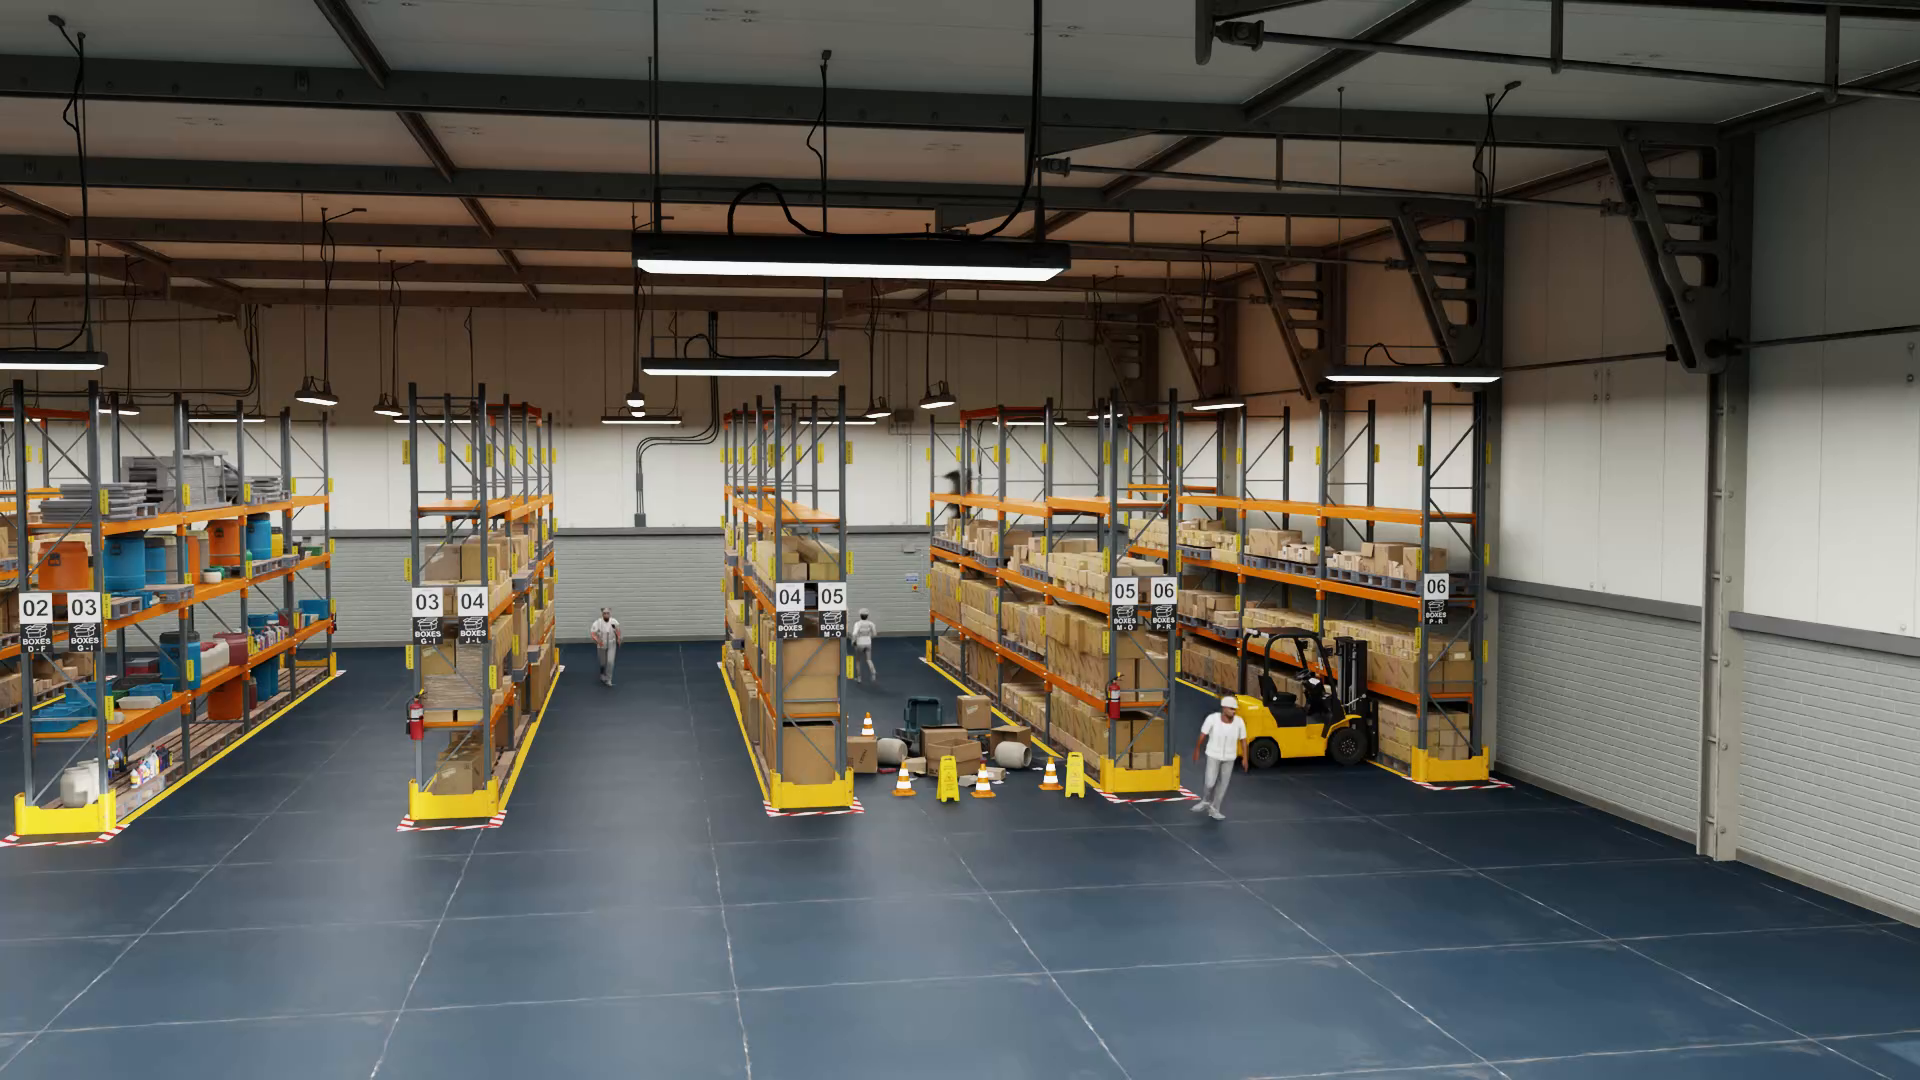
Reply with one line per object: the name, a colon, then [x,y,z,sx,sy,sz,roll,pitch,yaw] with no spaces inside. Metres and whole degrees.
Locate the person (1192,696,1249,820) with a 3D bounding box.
person: [3.578,2.985,22.826,0.711,1.731,0.604,0,3,-7]

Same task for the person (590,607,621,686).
person: [-7.754,2.301,36.378,0.662,1.728,0.801,-1,3,-17]

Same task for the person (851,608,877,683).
person: [-2.114,2.313,36.379,0.631,1.666,0.870,-1,3,-25]
